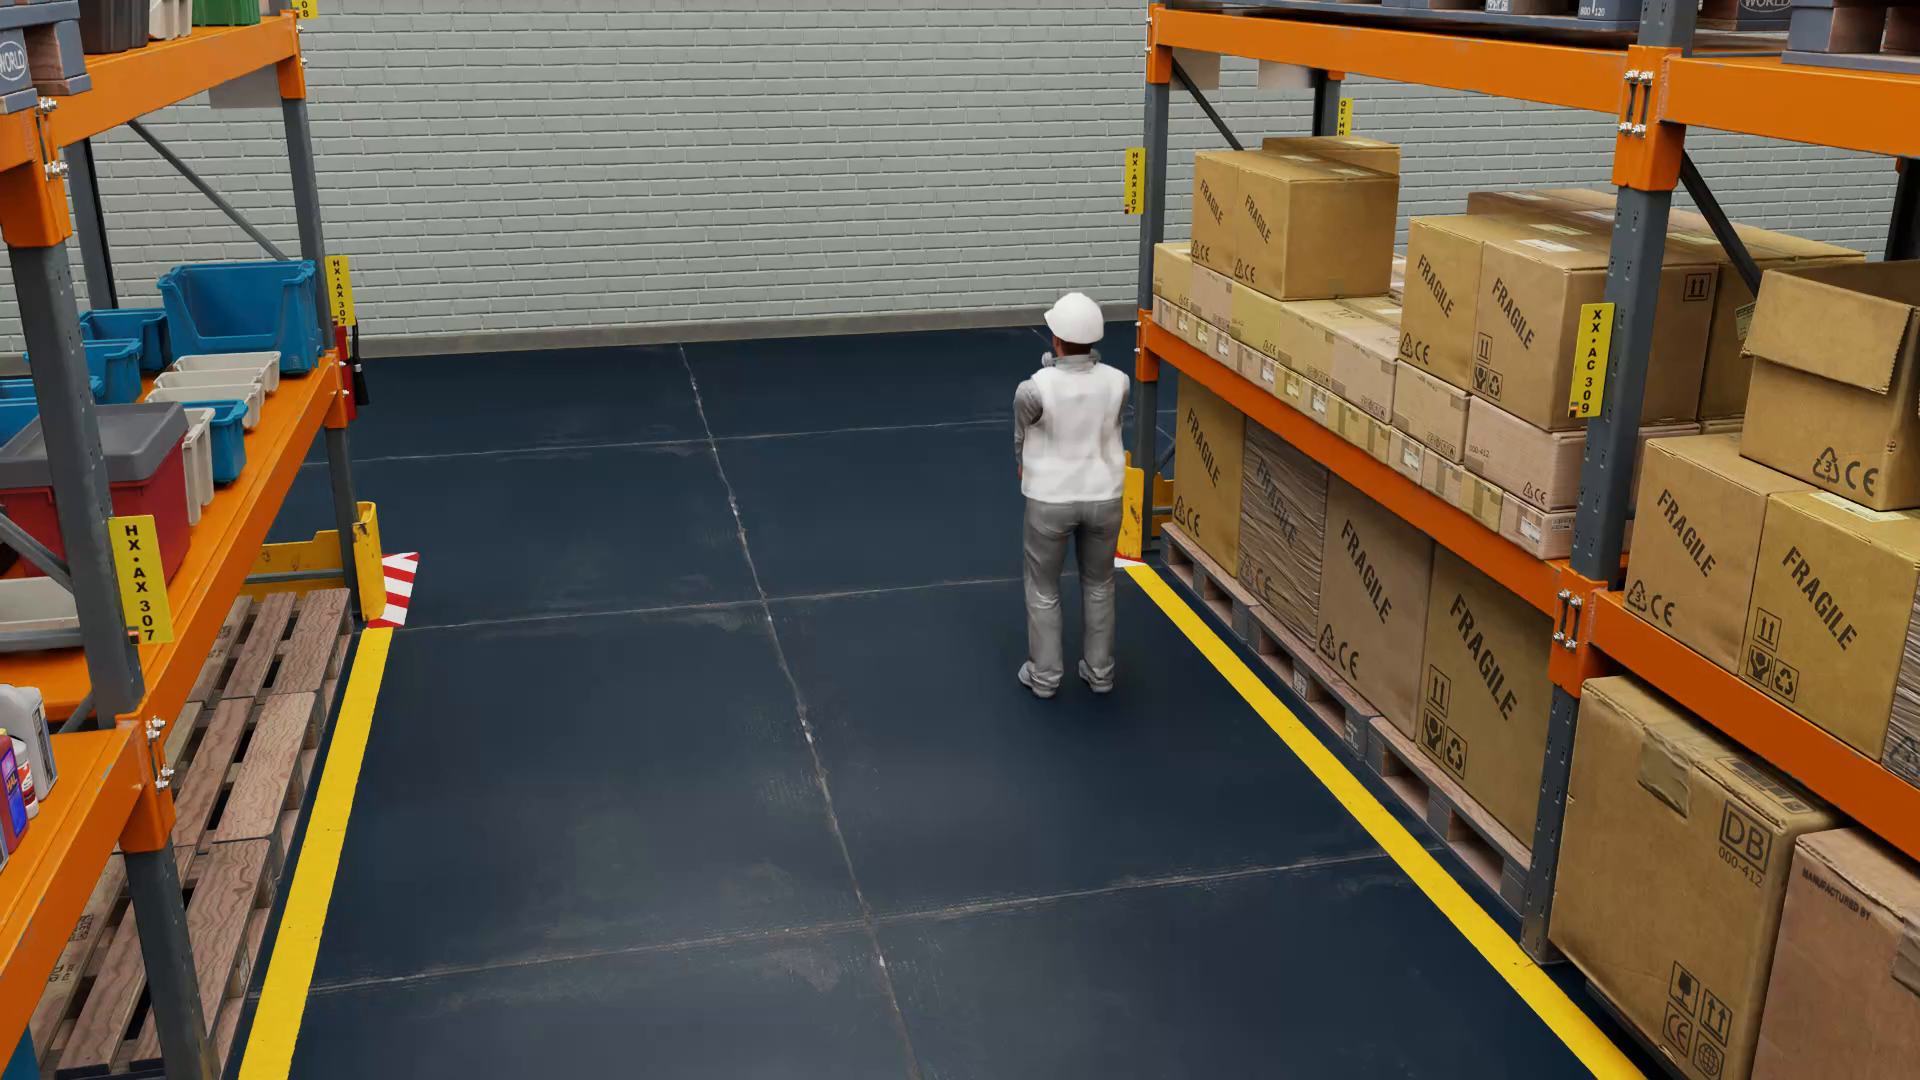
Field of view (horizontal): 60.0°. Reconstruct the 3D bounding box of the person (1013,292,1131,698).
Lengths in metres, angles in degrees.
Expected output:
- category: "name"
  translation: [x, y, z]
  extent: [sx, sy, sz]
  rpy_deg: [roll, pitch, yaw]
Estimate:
- category: "person"
  translation: [0.444, -0.211, 7.140]
  extent: [0.494, 1.765, 0.546]
  rpy_deg: [-4, 20, -12]
